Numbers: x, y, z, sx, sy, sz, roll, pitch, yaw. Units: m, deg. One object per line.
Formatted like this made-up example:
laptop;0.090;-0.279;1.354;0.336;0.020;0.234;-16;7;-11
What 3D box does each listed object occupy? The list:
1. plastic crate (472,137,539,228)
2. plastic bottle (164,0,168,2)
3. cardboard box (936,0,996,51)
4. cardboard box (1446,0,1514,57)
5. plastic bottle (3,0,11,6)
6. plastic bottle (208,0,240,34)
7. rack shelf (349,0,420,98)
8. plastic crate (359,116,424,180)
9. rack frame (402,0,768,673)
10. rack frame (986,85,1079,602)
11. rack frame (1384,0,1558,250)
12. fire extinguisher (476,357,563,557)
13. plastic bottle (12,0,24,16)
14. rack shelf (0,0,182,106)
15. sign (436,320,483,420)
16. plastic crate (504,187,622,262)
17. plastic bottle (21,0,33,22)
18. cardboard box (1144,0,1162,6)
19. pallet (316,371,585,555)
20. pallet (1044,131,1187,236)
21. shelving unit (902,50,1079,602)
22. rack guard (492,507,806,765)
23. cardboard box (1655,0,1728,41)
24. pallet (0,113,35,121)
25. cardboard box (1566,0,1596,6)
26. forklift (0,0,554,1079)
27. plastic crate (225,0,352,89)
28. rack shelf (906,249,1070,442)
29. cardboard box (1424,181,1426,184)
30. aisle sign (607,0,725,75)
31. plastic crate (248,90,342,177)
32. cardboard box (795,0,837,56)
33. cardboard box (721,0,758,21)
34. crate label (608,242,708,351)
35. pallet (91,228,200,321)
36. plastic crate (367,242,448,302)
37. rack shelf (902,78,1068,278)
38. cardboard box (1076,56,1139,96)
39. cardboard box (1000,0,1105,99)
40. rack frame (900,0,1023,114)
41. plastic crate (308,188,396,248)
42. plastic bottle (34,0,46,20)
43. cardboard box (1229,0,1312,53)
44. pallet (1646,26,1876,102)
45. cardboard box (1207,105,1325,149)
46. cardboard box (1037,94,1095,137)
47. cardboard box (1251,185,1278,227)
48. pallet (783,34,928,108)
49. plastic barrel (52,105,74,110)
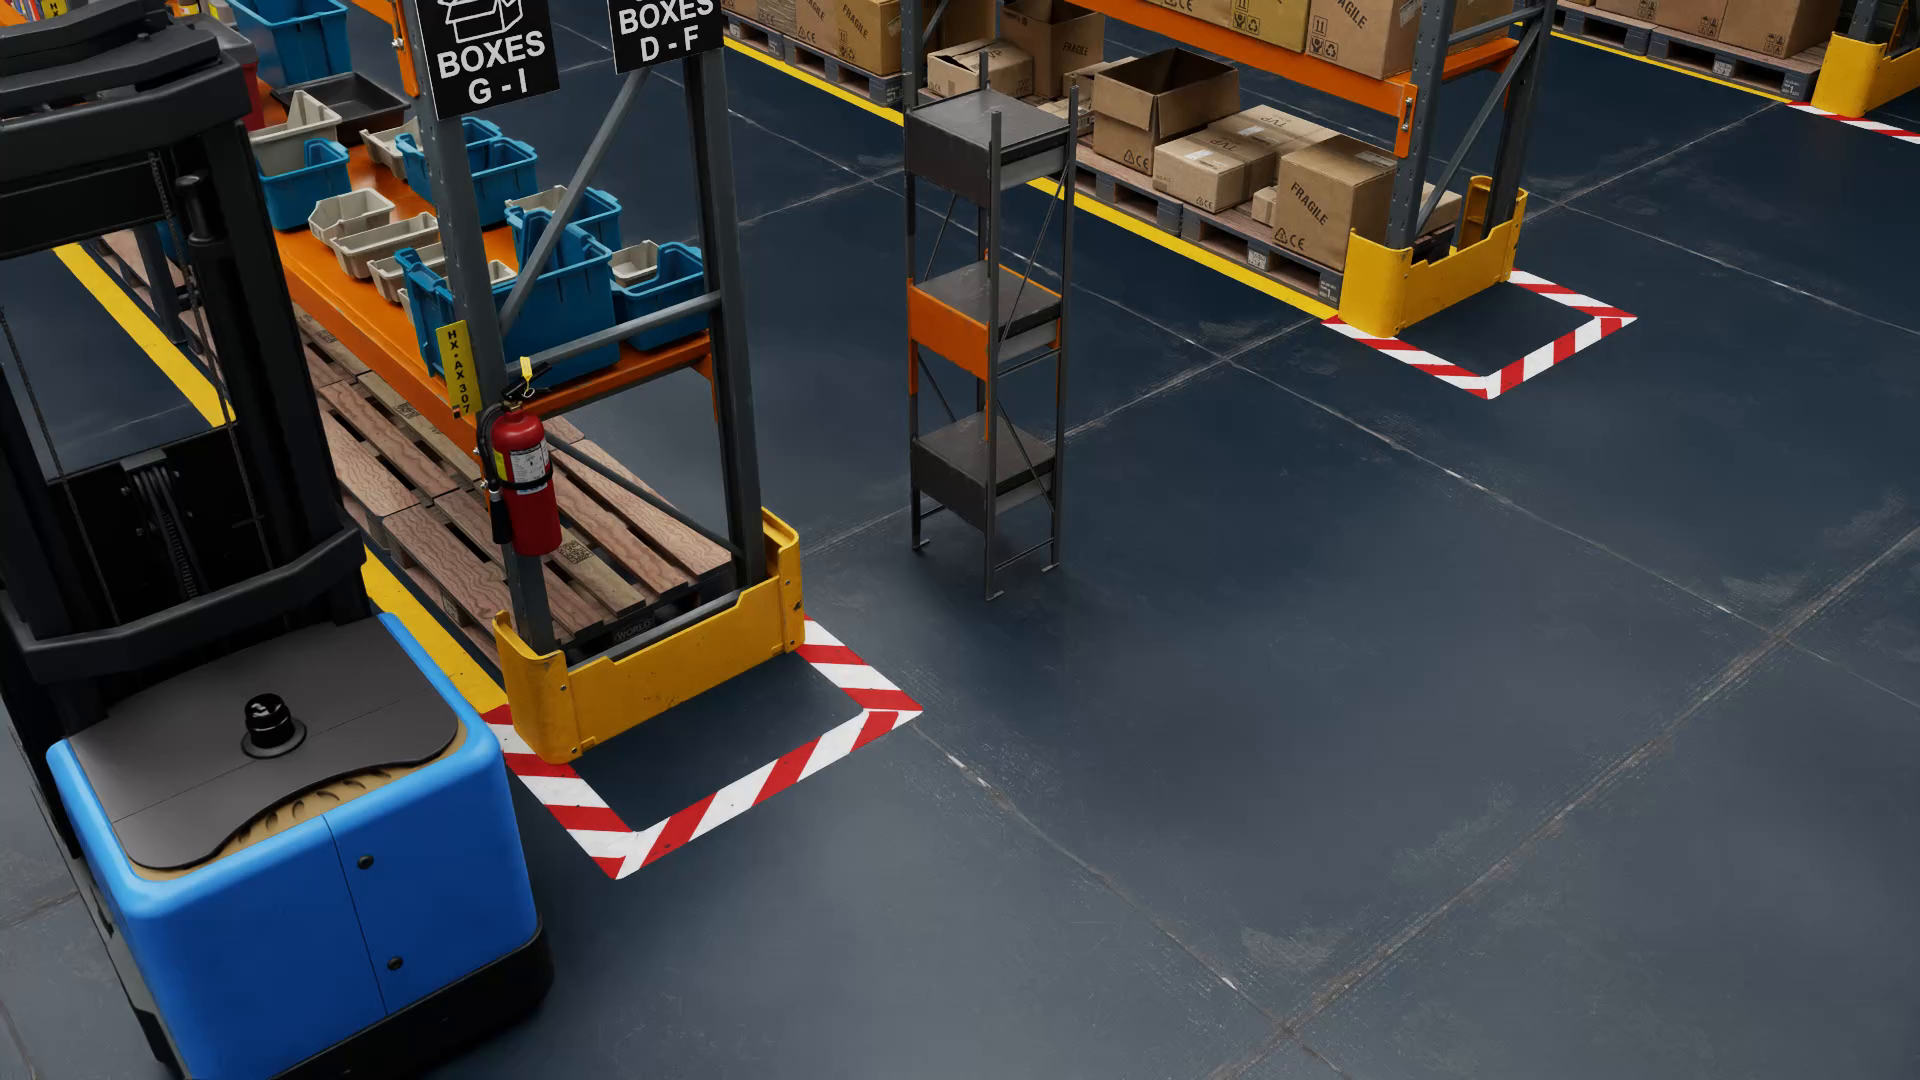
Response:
plastic crate;-1.934;-1.453;6.799;0.416;0.233;0.300;-26;43;-32
plastic bottle;-4.480;-3.098;9.136;0.152;0.276;0.135;-26;43;-32
cardboard box;-0.098;-3.760;11.745;0.500;0.500;0.500;-28;44;-34
cardboard box;2.524;-2.865;8.613;0.500;0.500;0.500;-25;42;-31
plastic bottle;-5.241;-3.087;9.114;0.061;0.283;0.133;-26;43;-32
plastic bottle;-3.764;-2.724;8.543;0.144;0.351;0.185;-26;43;-32
rack shelf;-2.468;-2.497;6.208;1.077;0.370;4.000;-26;43;-32
plastic crate;-2.405;-1.710;7.246;0.293;0.136;0.466;-26;43;-32
rack frame;-1.177;-0.684;5.620;1.000;3.000;0.127;-26;43;-32
rack frame;0.264;-0.676;6.388;0.400;2.100;0.015;-26;43;-32
rack frame;2.609;-2.530;8.227;1.000;3.000;0.127;-26;43;-32
fire extinguisher;-1.427;-0.264;5.417;0.296;0.674;0.183;-26;43;-32
plastic bottle;-5.057;-2.999;8.996;0.152;0.276;0.135;-26;43;-32
rack shelf;-5.049;-3.039;9.569;1.077;0.370;4.000;-26;43;-32
sign;-1.587;-0.538;5.273;0.100;0.325;0.005;-26;43;-32
plastic crate;-1.510;-1.163;6.389;0.416;0.233;0.300;-26;43;-32
plastic bottle;-4.908;-2.896;8.851;0.152;0.276;0.135;-26;43;-32
cardboard box;1.132;-3.339;9.283;0.500;0.500;0.500;-27;43;-32
pallet;-2.463;-0.463;7.721;1.003;0.211;1.213;-26;43;-32
pallet;1.262;-2.315;10.337;1.003;0.211;1.213;-26;43;-32
shelving unit;0.107;-0.784;6.540;0.431;2.100;0.503;-26;43;-32
rack guard;-1.152;0.342;6.335;1.175;0.500;0.348;-26;43;-32
cardboard box;5.540;-4.023;12.134;0.700;0.500;0.500;-26;43;-32
pallet;-5.799;-2.745;10.944;1.003;0.211;1.213;-26;43;-32
cardboard box;4.865;-4.477;12.776;0.700;0.500;0.500;-25;42;-31
forklift;-2.575;-0.255;5.074;1.130;2.935;3.031;-25;42;-30
plastic crate;-3.196;-2.389;7.990;0.392;0.384;0.575;-26;43;-32
rack shelf;0.107;-0.773;6.548;0.431;0.518;0.480;-26;43;-32
cardboard box;2.440;-1.976;9.516;0.380;0.166;0.250;-26;43;-32
aisle sign;-0.904;-1.824;4.981;0.394;0.787;0.004;-26;43;-32
plastic crate;-2.914;-1.683;7.082;0.437;0.282;0.530;-26;43;-32
cardboard box;-0.822;-3.788;11.785;0.500;0.500;0.500;-26;43;-32
cardboard box;-1.475;-4.233;12.413;0.500;0.500;0.500;-28;44;-33
crate label;-1.085;-0.872;5.979;0.416;0.233;0.303;-26;43;-32
pallet;-4.224;-1.668;9.423;1.003;0.211;1.213;-26;43;-32
plastic crate;-2.018;-1.027;6.280;0.396;0.136;0.243;-26;43;-32
rack shelf;0.107;-1.344;6.143;0.431;0.518;0.480;-26;43;-32
cardboard box;1.096;-2.901;10.697;0.500;0.311;0.500;-26;43;-32
cardboard box;0.612;-3.309;11.110;0.500;0.500;0.500;-26;43;-32
rack frame;0.028;-4.296;10.720;1.000;3.000;0.127;-26;43;-32
plastic crate;-2.421;-1.264;6.616;0.298;0.136;0.250;-26;43;-32
plastic bottle;-4.721;-2.795;8.644;0.144;0.351;0.185;-26;43;-32
cardboard box;1.775;-2.894;8.655;0.500;0.500;0.500;-26;43;-31
pallet;5.815;-3.565;12.101;1.003;0.211;1.213;-26;43;-32
cardboard box;1.830;-2.375;10.006;0.500;0.250;0.500;-26;43;-32
cardboard box;0.700;-2.675;10.502;0.380;0.166;0.250;-26;43;-32
cardboard box;1.878;-1.914;9.427;0.380;0.166;0.250;-26;43;-32
pallet;-0.526;-3.503;12.013;1.003;0.211;1.213;-26;43;-32
plastic barrel;-5.282;-2.695;10.183;0.600;0.588;0.708;-26;43;-32
